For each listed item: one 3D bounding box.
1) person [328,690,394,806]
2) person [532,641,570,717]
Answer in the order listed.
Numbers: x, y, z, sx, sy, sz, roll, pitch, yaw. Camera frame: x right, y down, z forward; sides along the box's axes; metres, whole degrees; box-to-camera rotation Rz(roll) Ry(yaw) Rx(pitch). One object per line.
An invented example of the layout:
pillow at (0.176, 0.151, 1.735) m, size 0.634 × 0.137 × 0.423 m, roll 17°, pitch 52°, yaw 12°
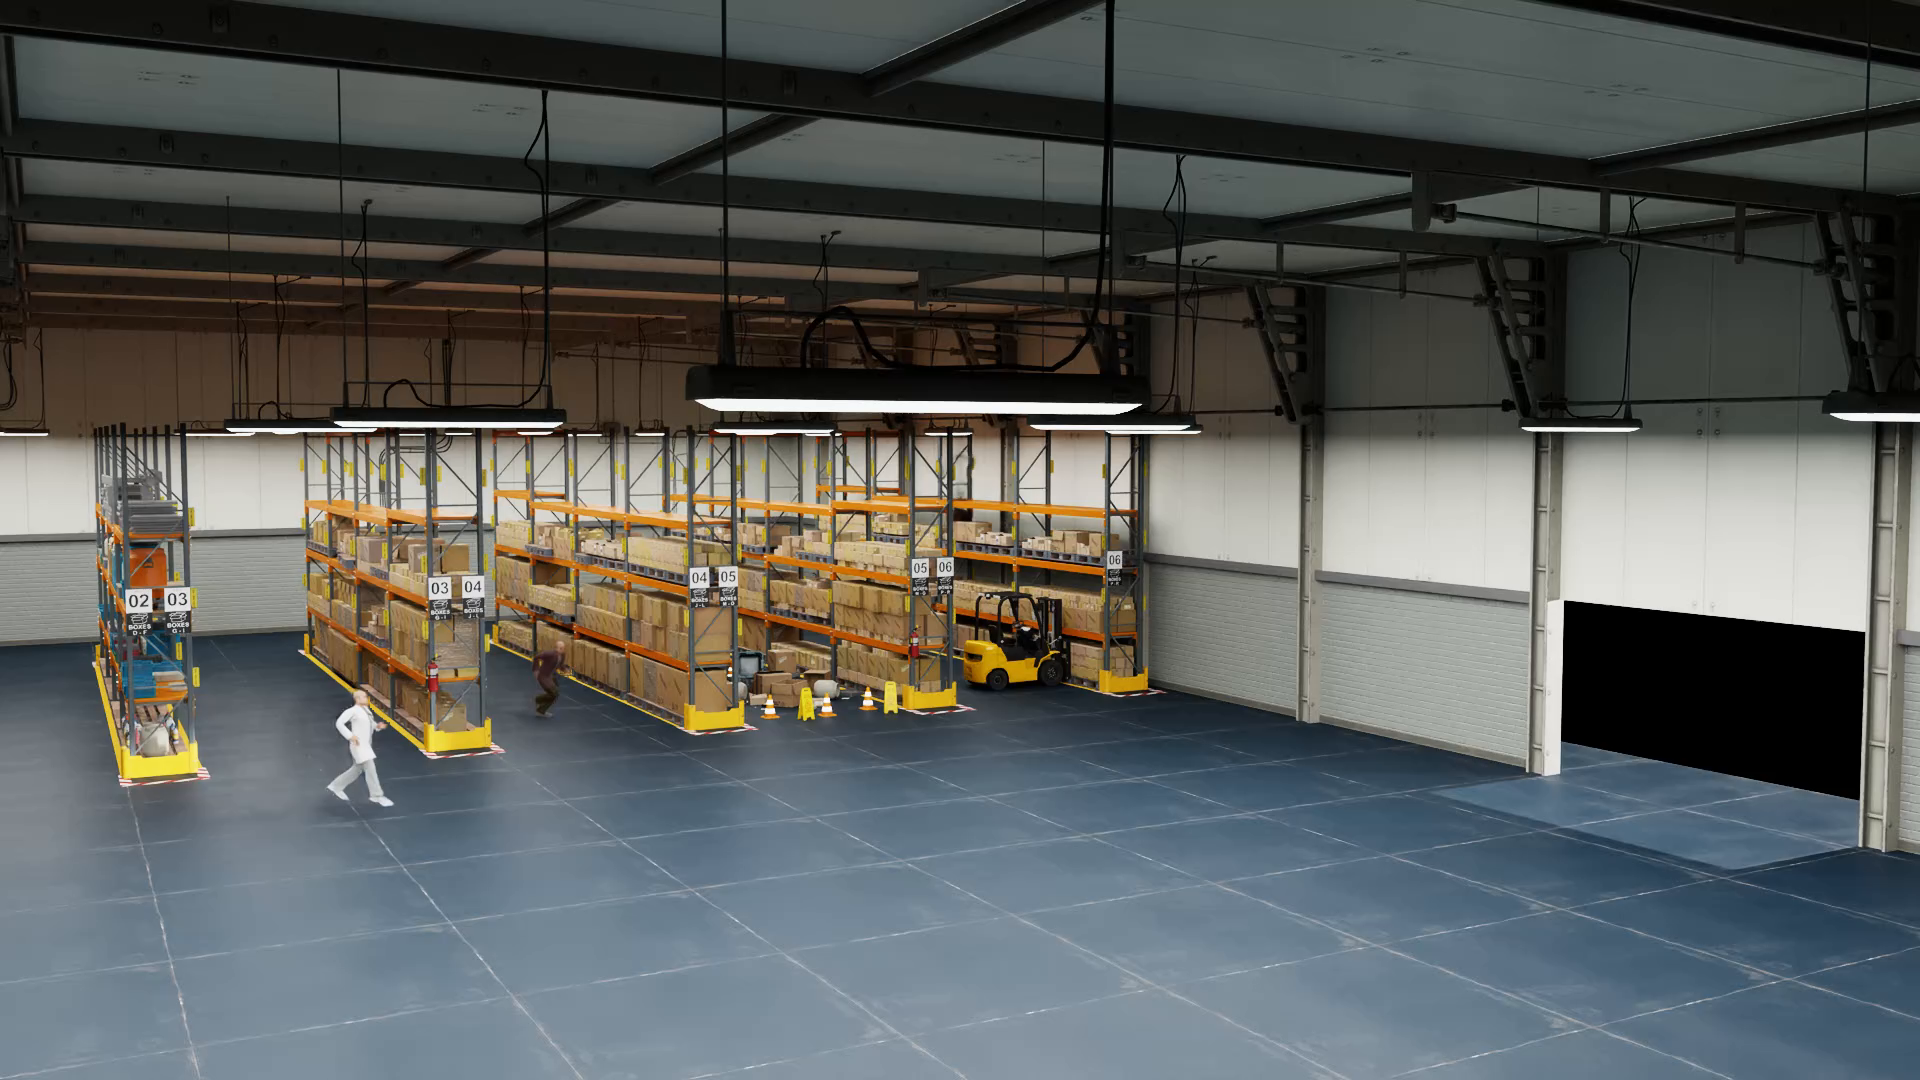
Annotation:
person at (-9.379, 3.245, 25.984) m, size 1.046 × 1.802 × 0.705 m, roll 0°, pitch 3°, yaw -2°
person at (-8.420, 2.864, 34.139) m, size 0.868 × 1.597 × 0.736 m, roll 2°, pitch 4°, yaw 25°
